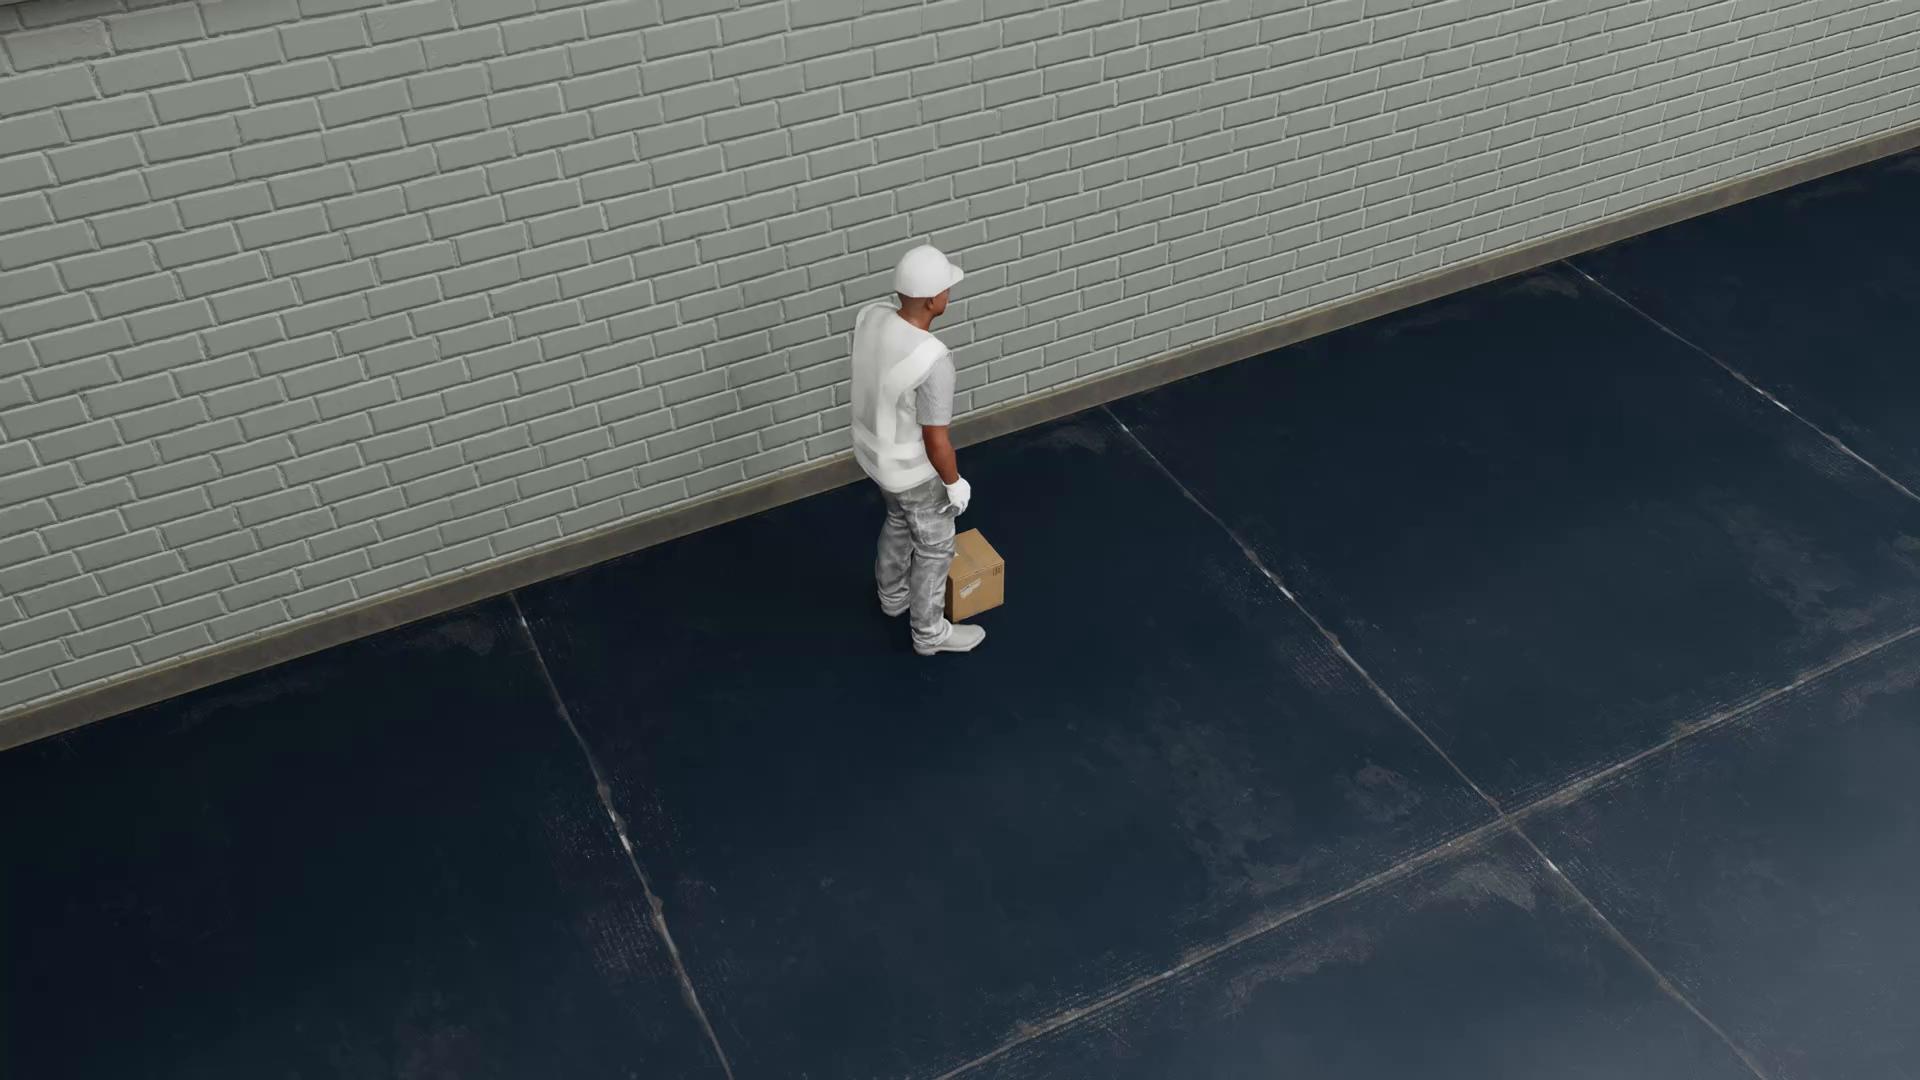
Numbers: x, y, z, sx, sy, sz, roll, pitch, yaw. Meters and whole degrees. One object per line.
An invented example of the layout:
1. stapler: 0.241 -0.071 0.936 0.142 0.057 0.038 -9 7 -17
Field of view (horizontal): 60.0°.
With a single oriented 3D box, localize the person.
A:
1. person: -0.178 -0.342 6.545 0.449 1.774 0.628 -21 45 -23
